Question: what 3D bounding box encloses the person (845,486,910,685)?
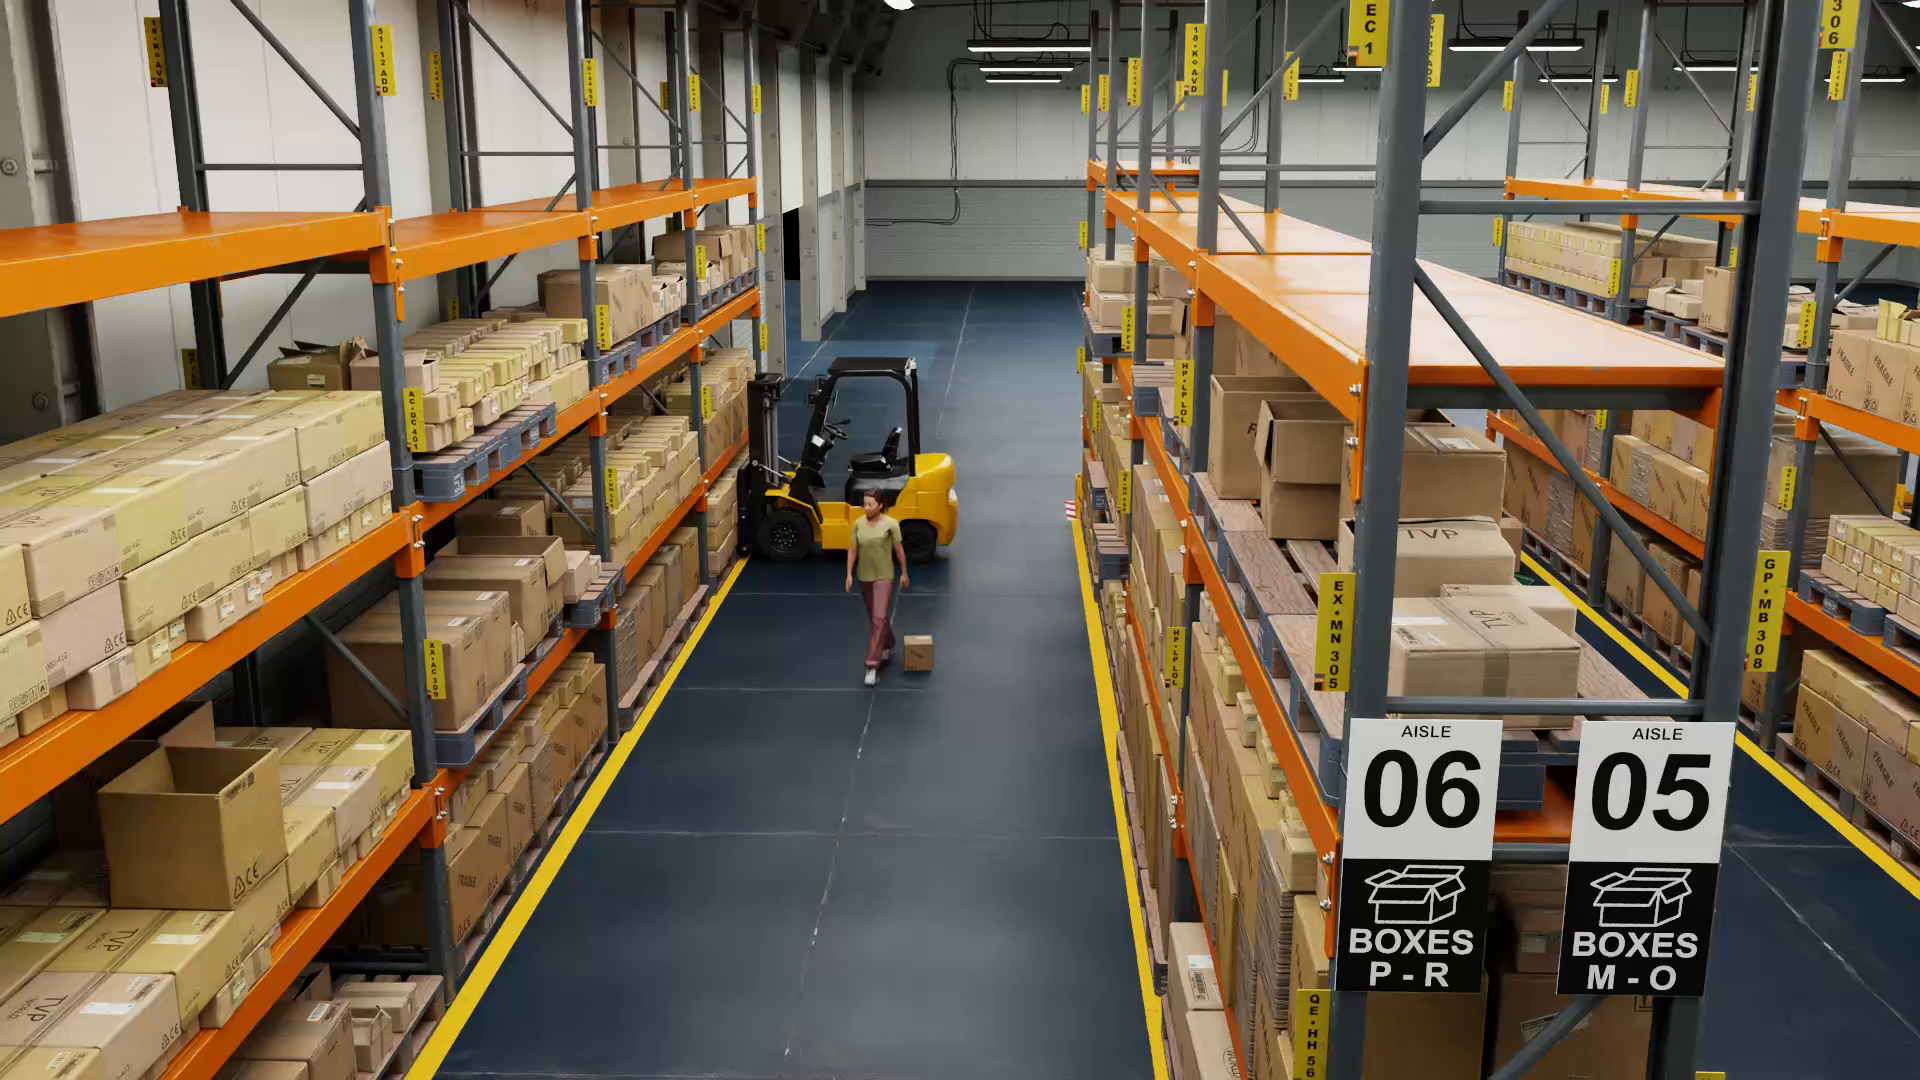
[{"bbox_3d":[-0.778,0.344,14.572,0.491,1.627,0.947,6,15,22],"label":"person"}]
